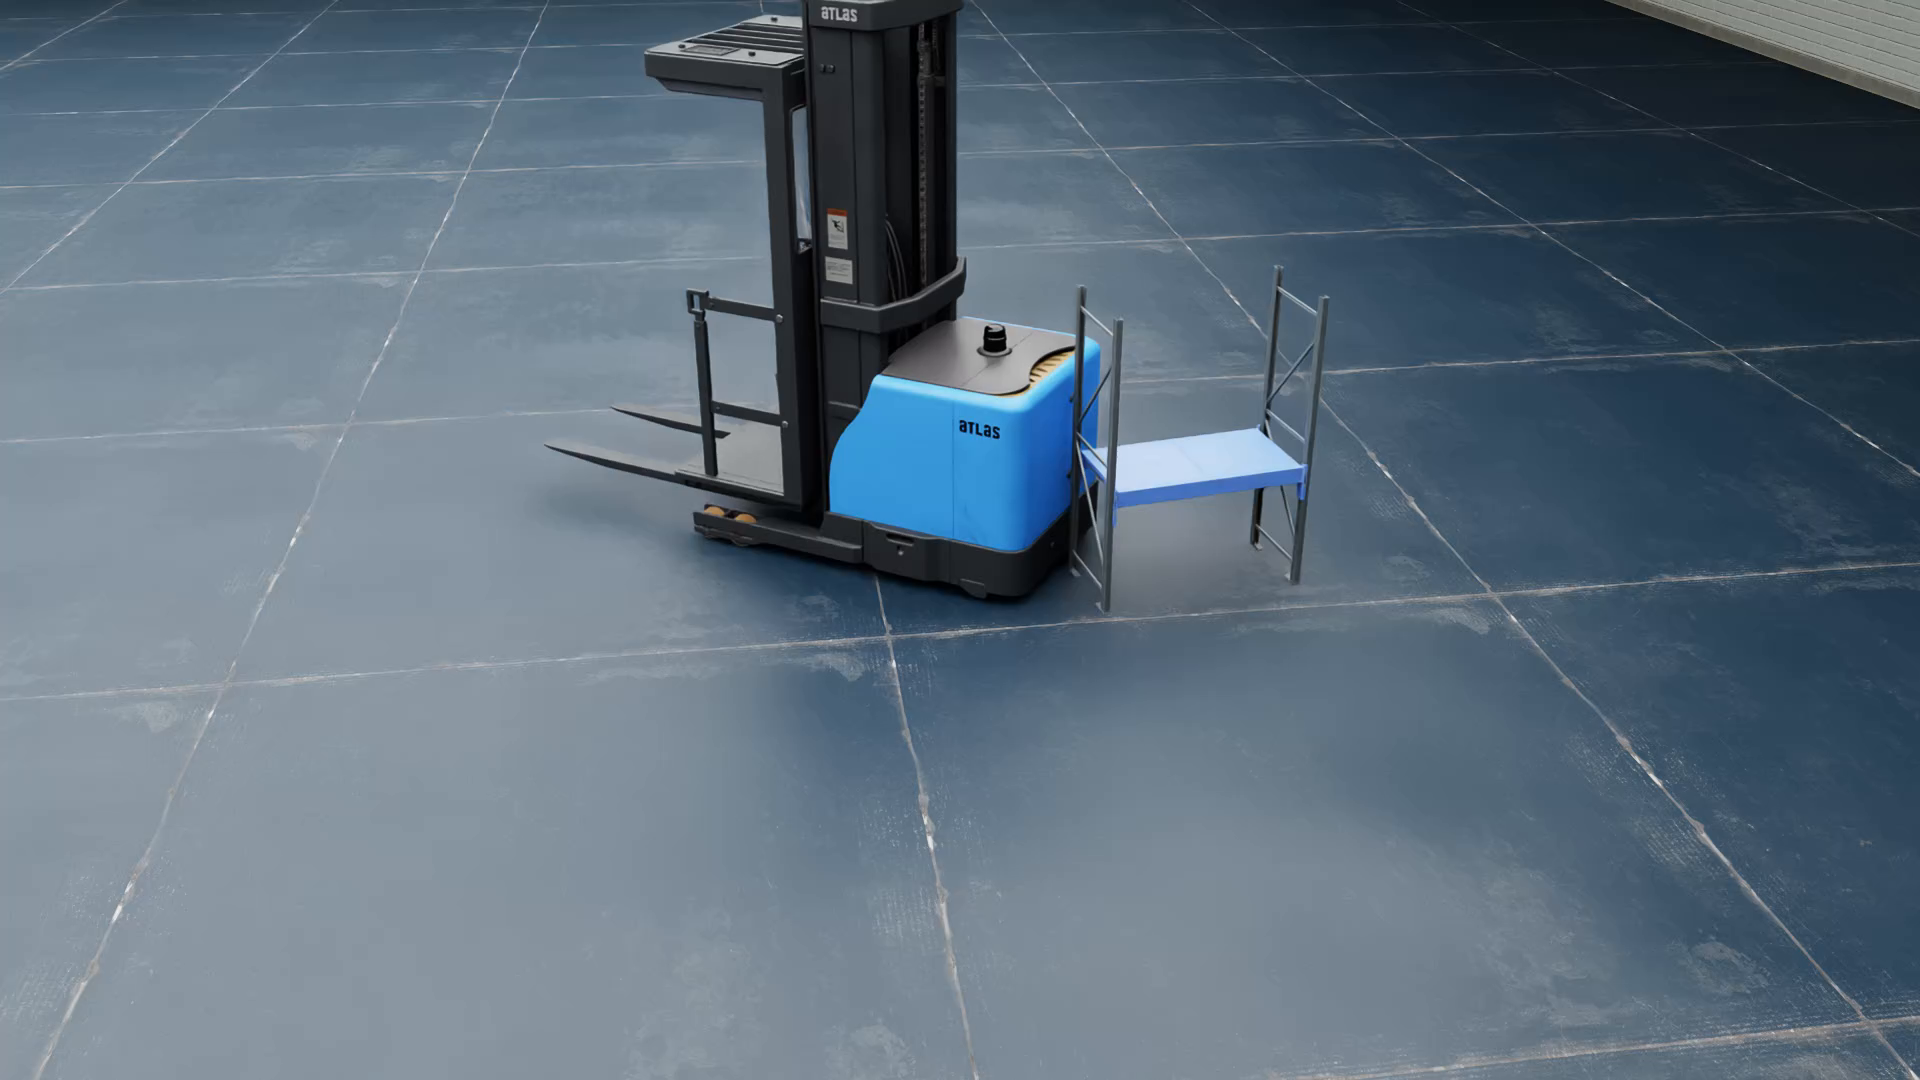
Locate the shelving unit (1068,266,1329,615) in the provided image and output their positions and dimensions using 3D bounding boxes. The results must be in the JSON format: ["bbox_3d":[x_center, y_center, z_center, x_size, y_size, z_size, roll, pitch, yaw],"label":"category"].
[{"bbox_3d":[1.122,-0.483,8.049,1.048,1.500,0.538,-8,28,-15],"label":"shelving unit"}]

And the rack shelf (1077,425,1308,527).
[{"bbox_3d":[1.122,-0.323,8.131,1.000,0.185,0.538,-8,28,-15],"label":"rack shelf"}]

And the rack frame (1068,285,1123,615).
[{"bbox_3d":[0.636,-0.415,7.916,0.032,1.500,0.500,-8,28,-15],"label":"rack frame"}]

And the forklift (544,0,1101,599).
[{"bbox_3d":[-0.829,-1.471,8.406,3.031,2.935,1.130,13,30,23],"label":"forklift"}]

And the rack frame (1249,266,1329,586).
[{"bbox_3d":[1.608,-0.551,8.181,0.032,1.500,0.500,-8,28,-15],"label":"rack frame"}]
